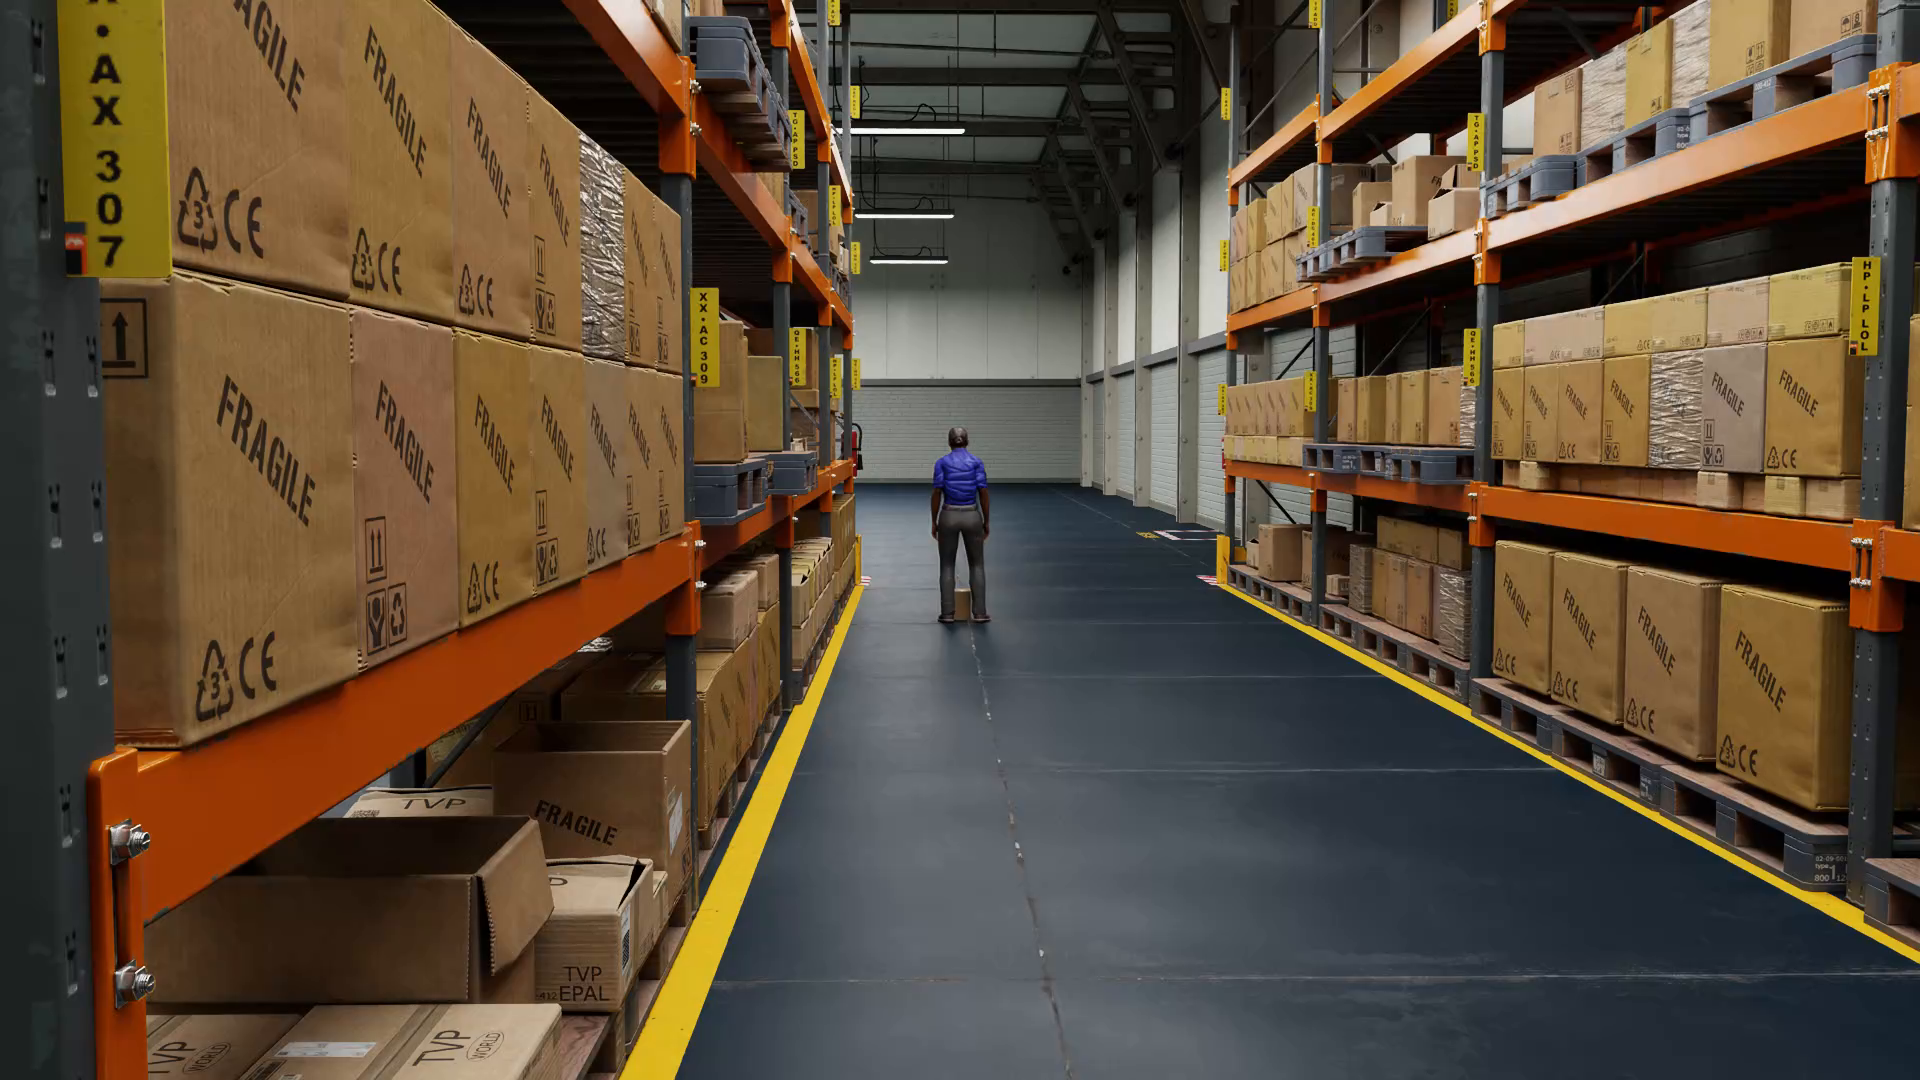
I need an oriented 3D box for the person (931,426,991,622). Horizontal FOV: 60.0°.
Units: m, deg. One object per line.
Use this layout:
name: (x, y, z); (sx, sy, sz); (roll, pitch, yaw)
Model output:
person: (0.009, -0.132, 13.995); (0.506, 1.655, 0.350); (0, 4, -1)
